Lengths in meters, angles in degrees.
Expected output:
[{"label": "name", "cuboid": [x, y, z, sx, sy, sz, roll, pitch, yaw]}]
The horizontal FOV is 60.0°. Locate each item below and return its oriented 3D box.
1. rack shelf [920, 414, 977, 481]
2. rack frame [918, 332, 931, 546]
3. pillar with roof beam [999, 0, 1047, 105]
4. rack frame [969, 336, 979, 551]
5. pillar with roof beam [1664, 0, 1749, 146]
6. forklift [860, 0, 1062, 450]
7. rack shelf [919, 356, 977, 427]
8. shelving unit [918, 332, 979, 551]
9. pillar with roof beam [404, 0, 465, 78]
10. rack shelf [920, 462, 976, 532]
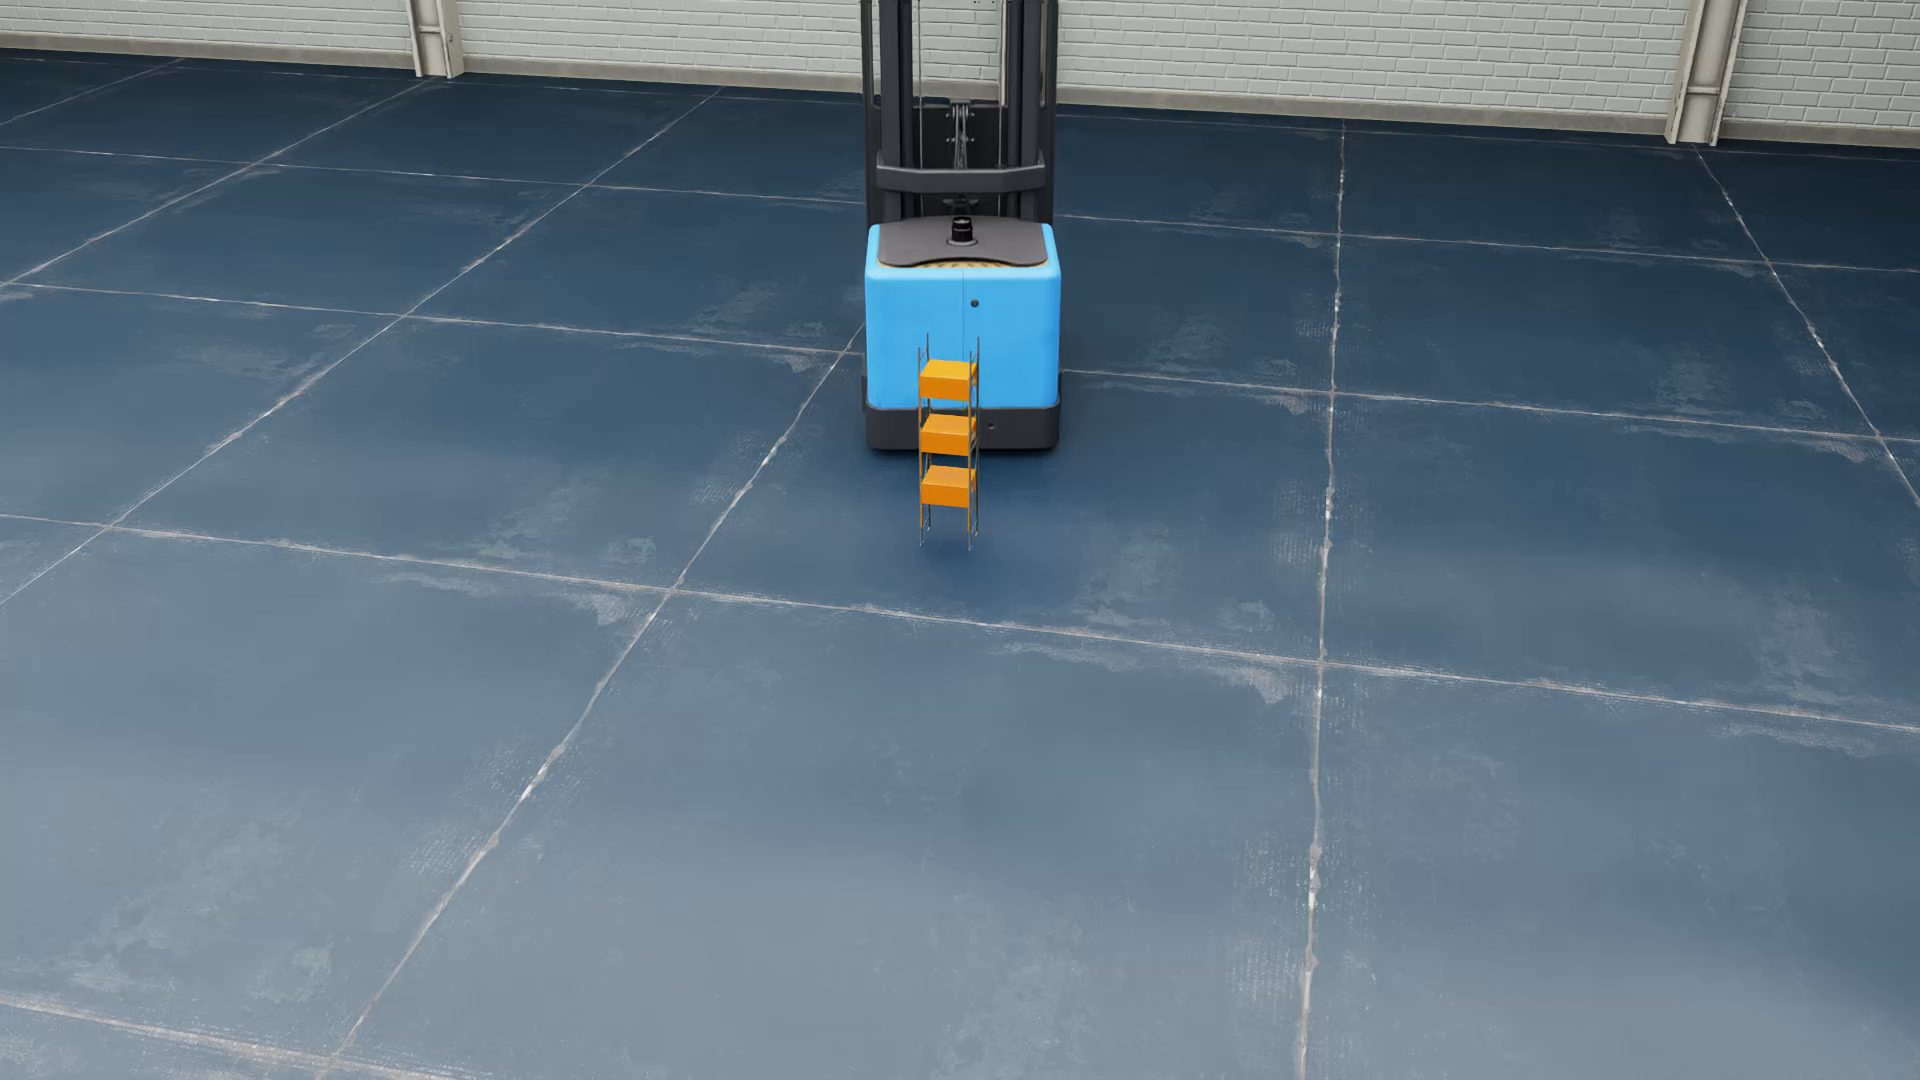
[{"label": "rack shelf", "cuboid": [-0.052, -0.457, 8.013, 0.240, 0.259, 0.215, 6, 29, 11]}, {"label": "rack frame", "cuboid": [-0.172, -0.478, 8.030, 0.008, 1.050, 0.200, 6, 29, 11]}, {"label": "pillar with roof beam", "cuboid": [-0.308, -6.067, 9.961, 0.400, 9.000, 9.100, 6, 29, 11]}, {"label": "rack frame", "cuboid": [0.067, -0.454, 7.985, 0.008, 1.050, 0.200, 6, 29, 11]}, {"label": "pillar with roof beam", "cuboid": [5.559, -5.465, 8.862, 0.400, 9.000, 9.100, 6, 29, 11]}, {"label": "forklift", "cuboid": [-0.007, -2.441, 9.656, 1.130, 2.935, 3.031, 0, 29, -1]}, {"label": "rack shelf", "cuboid": [-0.052, -0.705, 7.877, 0.240, 0.259, 0.215, 6, 29, 11]}, {"label": "shelving unit", "cuboid": [-0.052, -0.466, 8.008, 0.252, 1.050, 0.215, 6, 29, 11]}, {"label": "pillar with roof beam", "cuboid": [-6.176, -6.669, 11.060, 0.400, 9.000, 9.100, 6, 29, 11]}, {"label": "rack shelf", "cuboid": [-0.052, -0.213, 8.146, 0.240, 0.259, 0.215, 6, 29, 11]}]
